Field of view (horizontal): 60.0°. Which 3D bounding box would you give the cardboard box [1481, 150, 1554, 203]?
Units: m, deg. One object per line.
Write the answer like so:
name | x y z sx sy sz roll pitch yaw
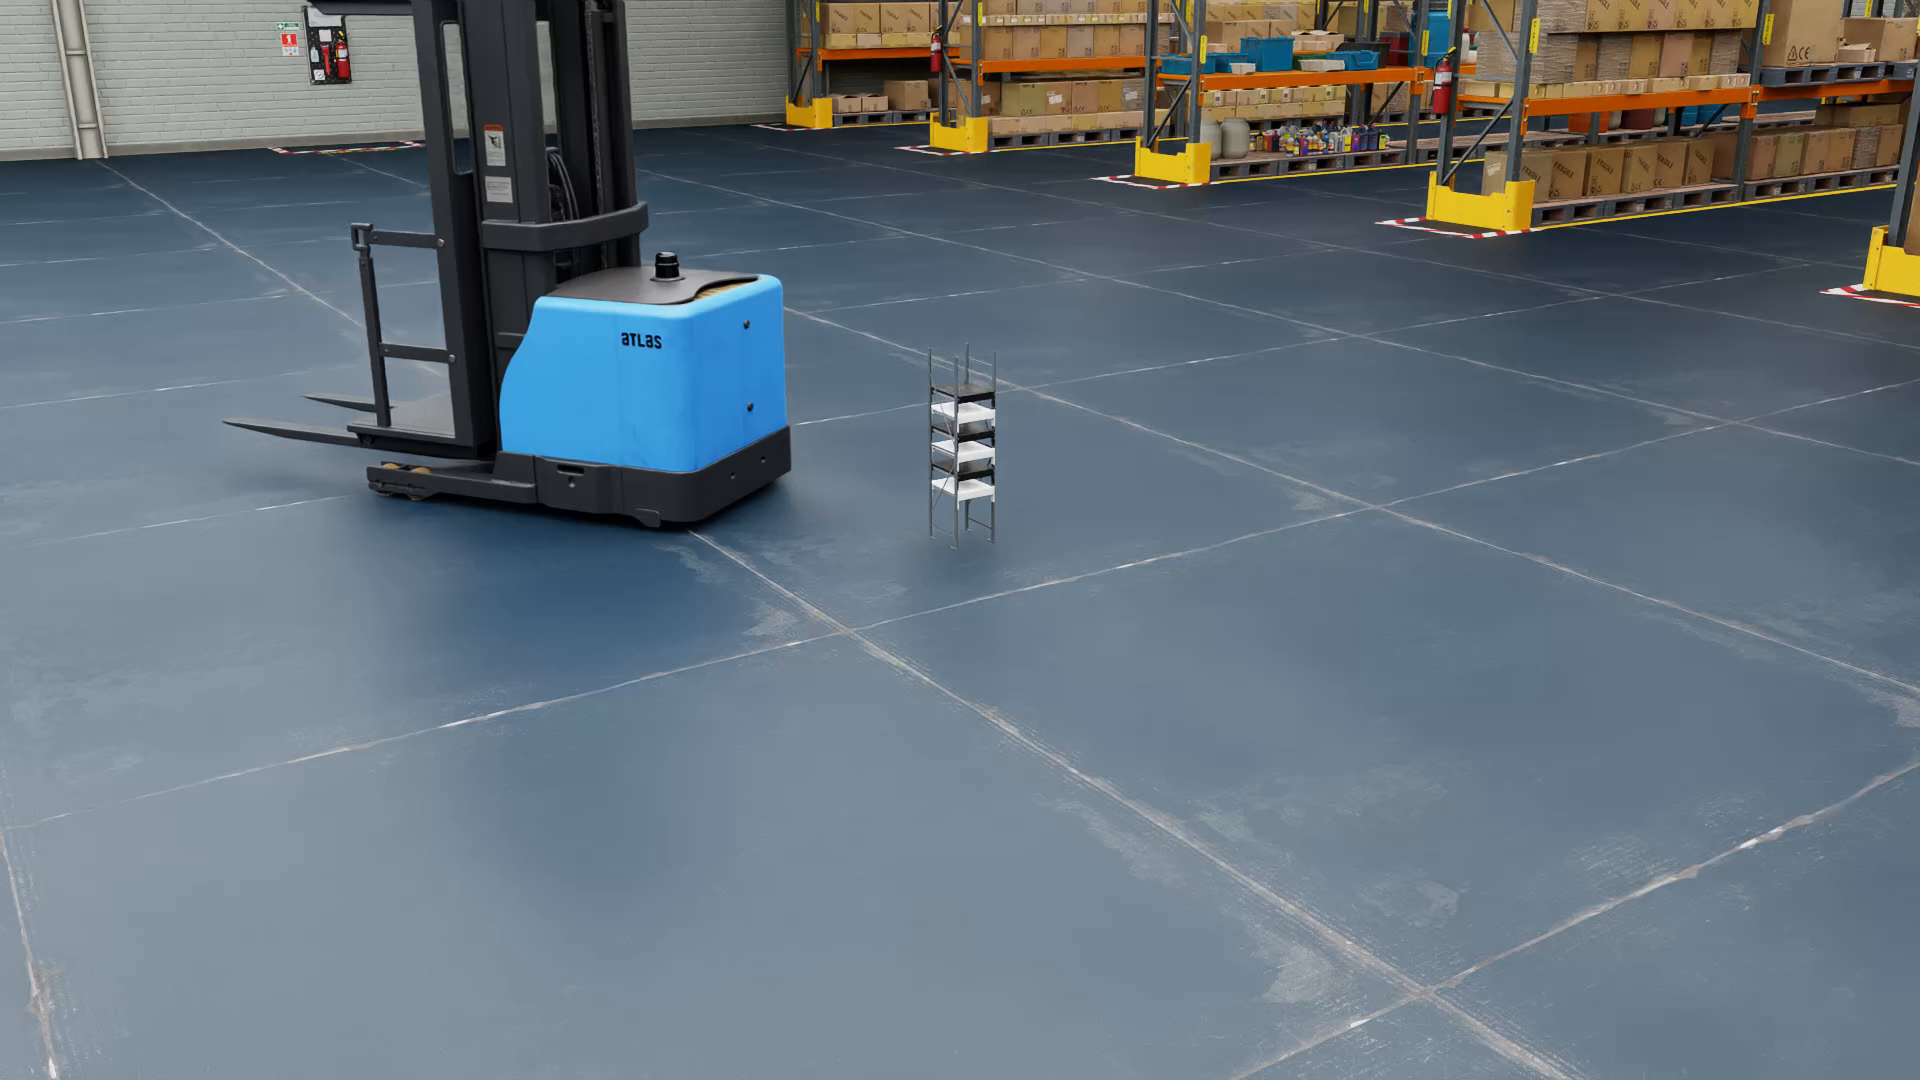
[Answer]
cardboard box | 5.972 -3.896 17.833 0.500 0.500 0.500 -8 20 -21

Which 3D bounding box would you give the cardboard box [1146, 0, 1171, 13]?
cardboard box | 2.969 -8.713 26.652 0.500 0.500 0.700 -12 22 -31

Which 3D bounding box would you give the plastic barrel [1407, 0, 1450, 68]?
plastic barrel | 6.547 -7.030 23.072 0.708 0.901 0.600 -12 22 -31

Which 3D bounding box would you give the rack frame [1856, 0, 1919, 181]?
rack frame | 12.122 -6.185 21.356 0.127 3.000 1.000 -12 22 -31

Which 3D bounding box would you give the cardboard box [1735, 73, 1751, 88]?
cardboard box | 8.764 -5.245 18.968 0.250 0.149 0.380 -12 22 -31

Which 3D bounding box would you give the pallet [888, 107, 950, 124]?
pallet | -0.952 -7.790 30.458 1.213 0.211 1.003 -12 22 -31

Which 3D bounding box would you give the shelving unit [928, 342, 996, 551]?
shelving unit | 0.007 -0.428 7.605 0.210 0.900 0.258 -12 22 -31

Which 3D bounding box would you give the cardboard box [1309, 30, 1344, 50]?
cardboard box | 6.349 -8.741 29.055 0.500 0.311 0.500 -10 21 -28

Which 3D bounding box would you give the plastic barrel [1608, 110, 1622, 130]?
plastic barrel | 10.220 -6.744 26.239 0.421 0.512 0.421 0 19 0

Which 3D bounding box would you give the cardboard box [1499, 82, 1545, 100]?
cardboard box | 5.810 -4.643 17.188 0.250 0.149 0.380 -12 22 -31

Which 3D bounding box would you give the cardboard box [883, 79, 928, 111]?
cardboard box | -0.988 -8.089 30.204 0.500 0.500 0.700 -14 23 -35

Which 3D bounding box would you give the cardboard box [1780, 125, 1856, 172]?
cardboard box | 10.648 -4.883 20.721 0.500 0.500 0.700 -10 21 -27

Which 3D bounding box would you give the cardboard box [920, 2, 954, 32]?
cardboard box | -0.456 -9.408 29.920 0.500 0.500 0.500 -13 22 -33

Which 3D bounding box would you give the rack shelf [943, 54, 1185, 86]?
rack shelf | 1.666 -7.438 26.185 4.000 0.370 1.077 -12 22 -31

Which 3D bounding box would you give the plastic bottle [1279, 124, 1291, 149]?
plastic bottle | 4.487 -5.587 23.035 0.185 0.351 0.144 -11 22 -29

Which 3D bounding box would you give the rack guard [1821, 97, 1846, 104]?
rack guard | 16.093 -7.742 29.866 0.348 0.500 1.175 -12 22 -31

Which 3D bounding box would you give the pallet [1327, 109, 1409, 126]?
pallet | 7.322 -7.636 30.001 1.213 0.211 1.003 -12 22 -31

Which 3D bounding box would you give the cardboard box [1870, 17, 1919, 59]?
cardboard box | 11.693 -6.325 20.960 0.500 0.500 0.500 -15 24 -38

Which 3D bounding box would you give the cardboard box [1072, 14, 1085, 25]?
cardboard box | 1.726 -8.063 25.742 0.250 0.149 0.380 -12 22 -31

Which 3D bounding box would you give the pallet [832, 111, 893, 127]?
pallet | -1.970 -7.577 29.826 1.213 0.211 1.003 -12 22 -31

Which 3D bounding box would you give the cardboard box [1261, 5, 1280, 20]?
cardboard box | 6.199 -10.735 34.162 0.500 0.500 0.500 -12 22 -31

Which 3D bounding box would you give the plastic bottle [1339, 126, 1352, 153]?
plastic bottle | 5.248 -5.478 22.713 0.185 0.351 0.144 -12 22 -32

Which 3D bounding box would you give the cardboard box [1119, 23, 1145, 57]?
cardboard box | 2.532 -8.004 26.580 0.500 0.500 0.700 -12 22 -32

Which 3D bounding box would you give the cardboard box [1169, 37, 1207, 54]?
cardboard box | 3.724 -8.158 27.427 0.500 0.250 0.500 -10 21 -28

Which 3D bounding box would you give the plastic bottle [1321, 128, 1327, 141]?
plastic bottle | 5.101 -5.632 23.294 0.097 0.271 0.097 0 19 0

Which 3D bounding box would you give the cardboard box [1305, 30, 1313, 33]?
cardboard box | 7.164 -10.619 34.834 0.250 0.149 0.380 -12 22 -31

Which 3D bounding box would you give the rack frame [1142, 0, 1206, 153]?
rack frame | 2.717 -6.101 21.107 0.127 3.000 1.000 -12 22 -31

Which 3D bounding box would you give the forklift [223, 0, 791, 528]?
forklift | -2.440 -1.731 8.289 3.031 2.935 1.130 7 20 21

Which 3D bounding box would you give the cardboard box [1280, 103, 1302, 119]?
cardboard box | 5.522 -7.394 28.571 0.500 0.250 0.500 -11 22 -30

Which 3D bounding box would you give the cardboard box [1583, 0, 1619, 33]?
cardboard box | 6.472 -5.548 17.290 0.500 0.500 0.500 -12 22 -31

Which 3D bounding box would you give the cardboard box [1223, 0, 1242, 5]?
cardboard box | 5.335 -10.908 33.503 0.500 0.250 0.500 -12 22 -31

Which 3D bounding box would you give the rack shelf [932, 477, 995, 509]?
rack shelf | 0.007 -0.226 7.673 0.200 0.077 0.258 -12 22 -31

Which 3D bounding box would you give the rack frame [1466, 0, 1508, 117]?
rack frame | 10.018 -9.540 31.280 0.127 3.000 1.000 -12 22 -31

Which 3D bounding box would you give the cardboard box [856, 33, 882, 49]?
cardboard box | -1.724 -8.785 29.251 0.500 0.250 0.500 -13 22 -33

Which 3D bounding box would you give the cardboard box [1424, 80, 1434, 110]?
cardboard box | 8.503 -8.137 30.347 0.500 0.500 0.500 -13 23 -33

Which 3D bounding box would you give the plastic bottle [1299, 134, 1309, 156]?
plastic bottle | 4.602 -5.293 22.273 0.133 0.283 0.061 -11 22 -31

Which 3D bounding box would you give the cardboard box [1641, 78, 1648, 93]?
cardboard box | 7.252 -4.961 18.128 0.250 0.149 0.380 -12 22 -31

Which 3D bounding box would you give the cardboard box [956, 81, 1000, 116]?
cardboard box | 0.280 -6.852 25.795 0.500 0.500 0.500 -12 22 -31

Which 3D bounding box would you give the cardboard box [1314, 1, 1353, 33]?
cardboard box | 7.752 -11.098 35.419 0.700 0.700 0.980 -12 22 -31

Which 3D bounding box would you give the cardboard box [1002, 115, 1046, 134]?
cardboard box | 0.982 -6.447 25.768 0.500 0.250 0.500 -12 22 -31

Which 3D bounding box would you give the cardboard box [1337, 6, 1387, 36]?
cardboard box | 7.141 -9.223 29.530 0.700 0.500 0.500 14 23 35

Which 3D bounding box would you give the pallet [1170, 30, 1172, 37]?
pallet | 3.413 -9.915 32.688 1.003 0.211 1.213 -12 22 -31

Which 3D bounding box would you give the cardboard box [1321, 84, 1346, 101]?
cardboard box | 6.375 -7.839 29.011 0.500 0.311 0.500 -11 22 -30

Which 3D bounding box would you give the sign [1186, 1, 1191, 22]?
sign | 3.643 -8.430 26.522 0.005 0.325 0.100 -12 22 -31

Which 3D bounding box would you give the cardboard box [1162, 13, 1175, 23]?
cardboard box | 3.227 -8.380 26.681 0.250 0.149 0.380 -12 22 -31

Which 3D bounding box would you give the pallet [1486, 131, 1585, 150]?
pallet | 8.730 -6.063 25.348 1.213 0.211 1.003 -12 22 -31

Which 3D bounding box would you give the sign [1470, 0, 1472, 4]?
sign | 9.713 -10.094 31.566 0.005 0.325 0.100 -12 22 -31

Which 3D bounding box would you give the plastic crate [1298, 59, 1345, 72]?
plastic crate | 4.841 -6.327 22.187 0.437 0.136 0.530 -12 22 -31

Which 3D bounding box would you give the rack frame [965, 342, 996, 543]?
rack frame | 0.092 -0.446 7.658 0.006 0.900 0.240 -12 22 -31

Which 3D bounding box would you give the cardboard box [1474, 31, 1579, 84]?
cardboard box | 5.915 -5.054 17.389 0.500 0.500 0.875 -12 22 -31

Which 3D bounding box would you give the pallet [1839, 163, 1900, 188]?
pallet | 11.469 -4.727 21.397 1.213 0.211 1.003 -12 22 -31

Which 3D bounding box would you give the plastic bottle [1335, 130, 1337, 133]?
plastic bottle | 5.170 -5.469 22.791 0.133 0.283 0.061 -12 22 -31

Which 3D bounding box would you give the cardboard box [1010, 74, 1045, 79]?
cardboard box | 1.215 -8.614 31.756 0.500 0.500 0.700 -11 22 -30
